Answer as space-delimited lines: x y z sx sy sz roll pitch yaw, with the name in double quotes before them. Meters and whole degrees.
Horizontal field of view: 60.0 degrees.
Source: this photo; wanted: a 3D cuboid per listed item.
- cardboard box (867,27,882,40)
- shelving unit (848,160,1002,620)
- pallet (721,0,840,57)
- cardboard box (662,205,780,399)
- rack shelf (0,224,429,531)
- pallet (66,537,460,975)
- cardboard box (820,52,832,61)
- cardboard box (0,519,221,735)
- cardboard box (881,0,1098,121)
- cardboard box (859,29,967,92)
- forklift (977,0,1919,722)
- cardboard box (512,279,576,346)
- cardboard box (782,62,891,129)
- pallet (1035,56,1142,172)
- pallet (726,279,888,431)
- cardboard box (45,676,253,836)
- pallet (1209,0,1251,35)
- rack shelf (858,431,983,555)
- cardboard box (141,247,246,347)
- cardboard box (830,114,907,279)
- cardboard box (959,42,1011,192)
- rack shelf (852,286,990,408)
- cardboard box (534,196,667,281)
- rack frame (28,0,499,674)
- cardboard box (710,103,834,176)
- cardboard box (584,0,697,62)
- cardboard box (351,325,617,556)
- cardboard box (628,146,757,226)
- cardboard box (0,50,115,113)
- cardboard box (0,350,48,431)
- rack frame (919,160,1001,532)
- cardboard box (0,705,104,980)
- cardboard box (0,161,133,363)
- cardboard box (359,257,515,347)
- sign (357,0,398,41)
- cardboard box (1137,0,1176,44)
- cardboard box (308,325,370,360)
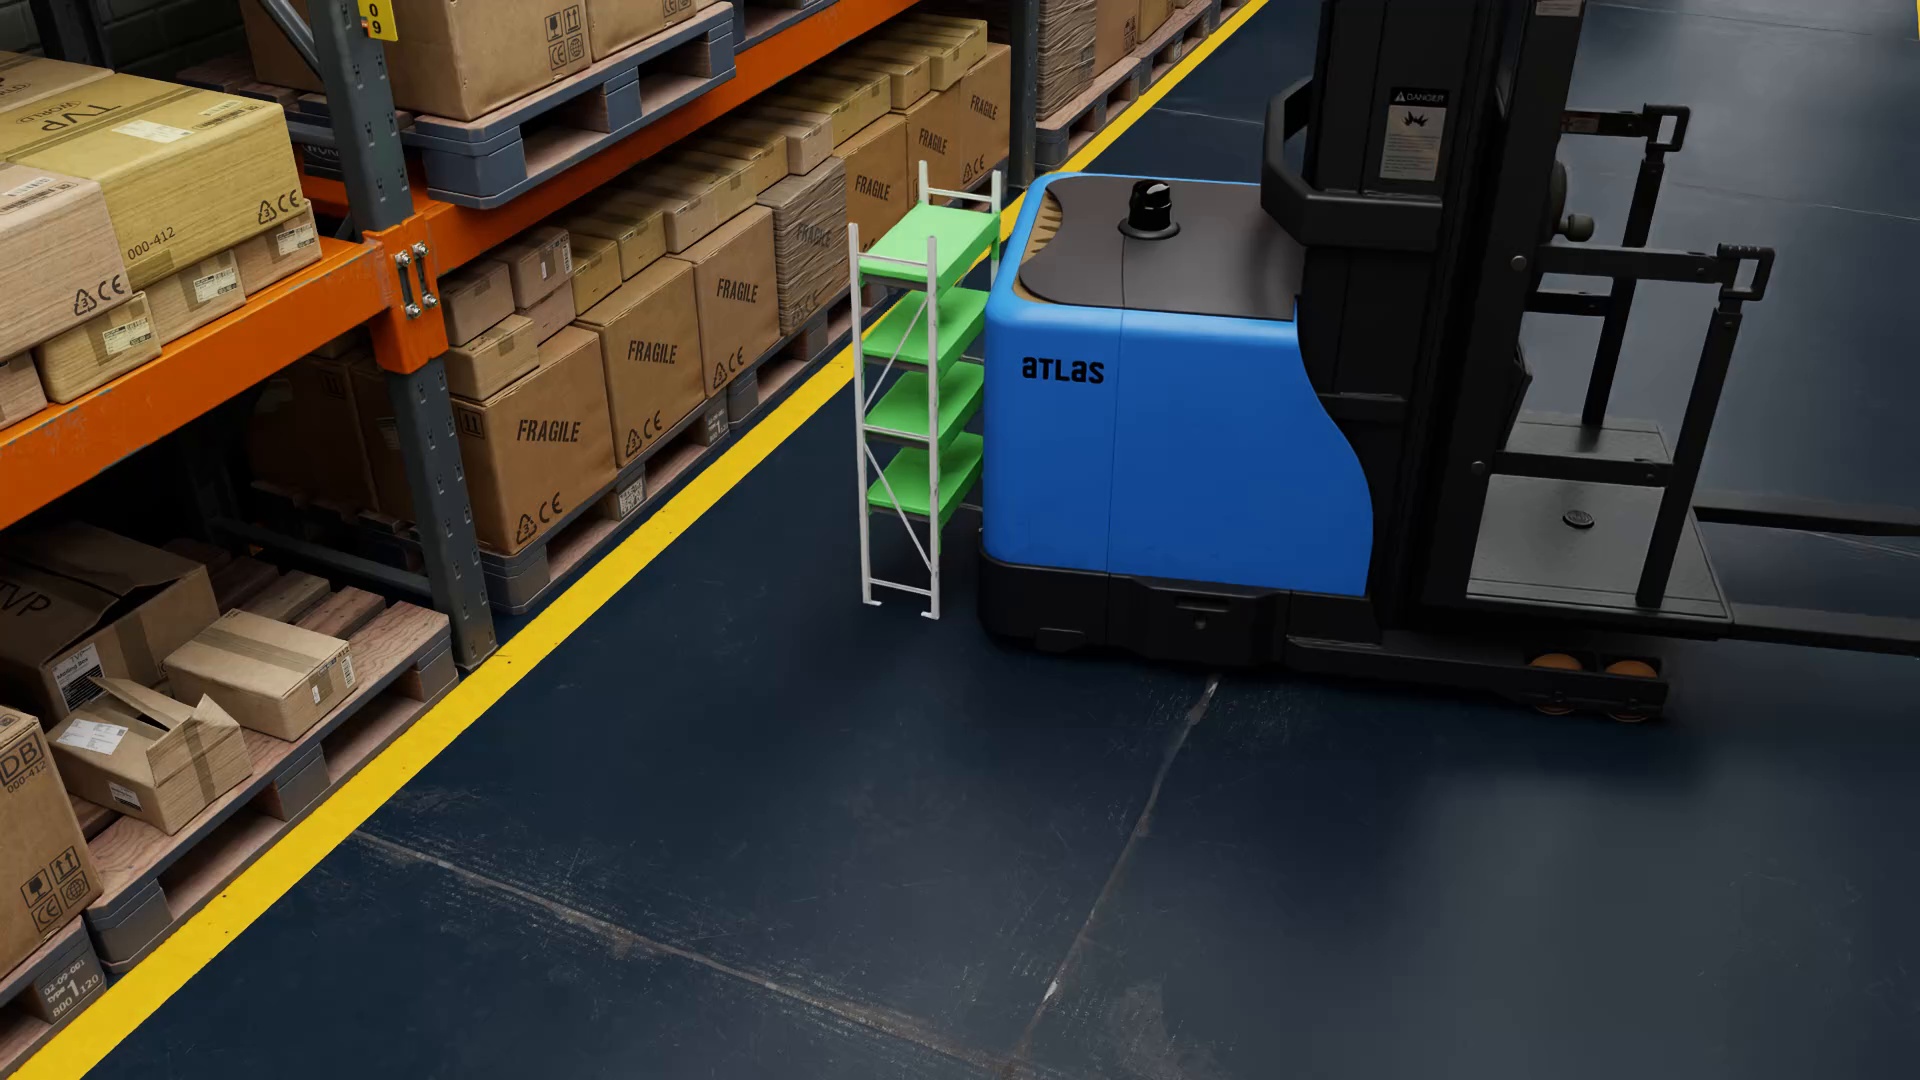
"cardboard box" -0.560 -2.001 7.462 0.500 0.500 0.500 16 36 22
"shelving unit" -0.088 -0.419 4.795 0.258 1.200 0.503 12 35 17
"pallet" -0.938 -1.966 5.688 1.003 0.211 1.213 14 36 20
"cardboard box" -0.969 -0.858 5.720 0.500 0.500 0.500 13 35 19
"rack shelf" -2.639 0.273 2.754 1.077 0.370 4.000 14 36 20
"pallet" -2.090 0.484 4.319 1.003 0.211 1.213 14 36 20
"cardboard box" -0.765 -2.103 7.027 0.380 0.149 0.250 15 36 22
"cardboard box" -2.293 0.200 4.279 0.500 0.311 0.500 15 36 22
"cardboard box" 0.145 -2.506 8.119 0.875 0.625 0.625 15 36 22
"cardboard box" -0.191 -1.970 6.824 0.380 0.149 0.250 12 35 18
"forklift" 1.614 -1.048 4.175 3.031 2.935 1.130 5 34 8
"cardboard box" -1.365 -0.698 4.885 0.380 0.149 0.250 13 35 19
"cardboard box" -0.493 -1.728 6.455 0.380 0.149 0.250 15 36 22
"pallet" 0.251 -2.251 8.490 1.003 0.211 1.213 14 36 20
"pallet" -0.987 -0.881 6.401 1.003 0.211 1.213 14 36 20
"cardboard box" -1.918 0.467 3.913 0.396 0.266 0.258 15 36 22
"pallet" 1.272 -3.466 10.343 1.003 0.211 1.213 14 36 20
"rack shelf" -0.088 -0.165 4.962 0.258 0.148 0.480 12 35 17
"cardboard box" -1.795 -0.567 3.609 0.380 0.149 0.250 15 36 22
"cardboard box" -0.546 -1.378 6.513 0.500 0.500 0.500 16 36 23
"cardboard box" -0.110 -1.886 7.288 0.500 0.500 0.500 15 36 22
"rack shelf" -0.088 -0.566 4.698 0.258 0.148 0.480 12 35 17
"cardboard box" -1.165 -0.969 5.297 0.380 0.149 0.250 14 36 20
"rack frame" -1.802 -1.024 4.076 1.000 3.000 0.127 14 36 20
"cardboard box" -0.685 -1.459 6.045 0.380 0.149 0.250 12 35 18
"cardboard box" -1.180 -1.689 4.616 0.700 0.500 0.500 15 36 21
"cardboard box" -1.395 -0.343 4.935 0.500 0.500 0.500 16 36 23
"cardboard box" -0.921 -1.208 5.661 0.380 0.149 0.250 15 36 22
"cardboard box" -2.255 -0.901 3.753 0.500 0.250 0.500 14 36 20
"cardboard box" -2.016 -0.308 3.213 0.380 0.149 0.250 15 36 22
"rack frame" -0.001 -0.544 4.986 0.240 1.200 0.015 12 35 17
"cardboard box" -2.306 0.622 3.463 0.700 0.500 0.500 13 35 19
"cardboard box" -1.990 -0.523 3.177 0.500 0.250 0.500 14 36 21
"cardboard box" -1.465 -0.681 4.587 0.380 0.149 0.250 14 36 20
"sign" -1.306 -1.265 3.654 0.100 0.325 0.005 14 36 20
"cardboard box" 0.692 -3.168 9.129 0.875 0.625 0.625 13 35 19
"cardboard box" -1.910 -0.675 4.848 0.380 0.149 0.250 13 35 19
